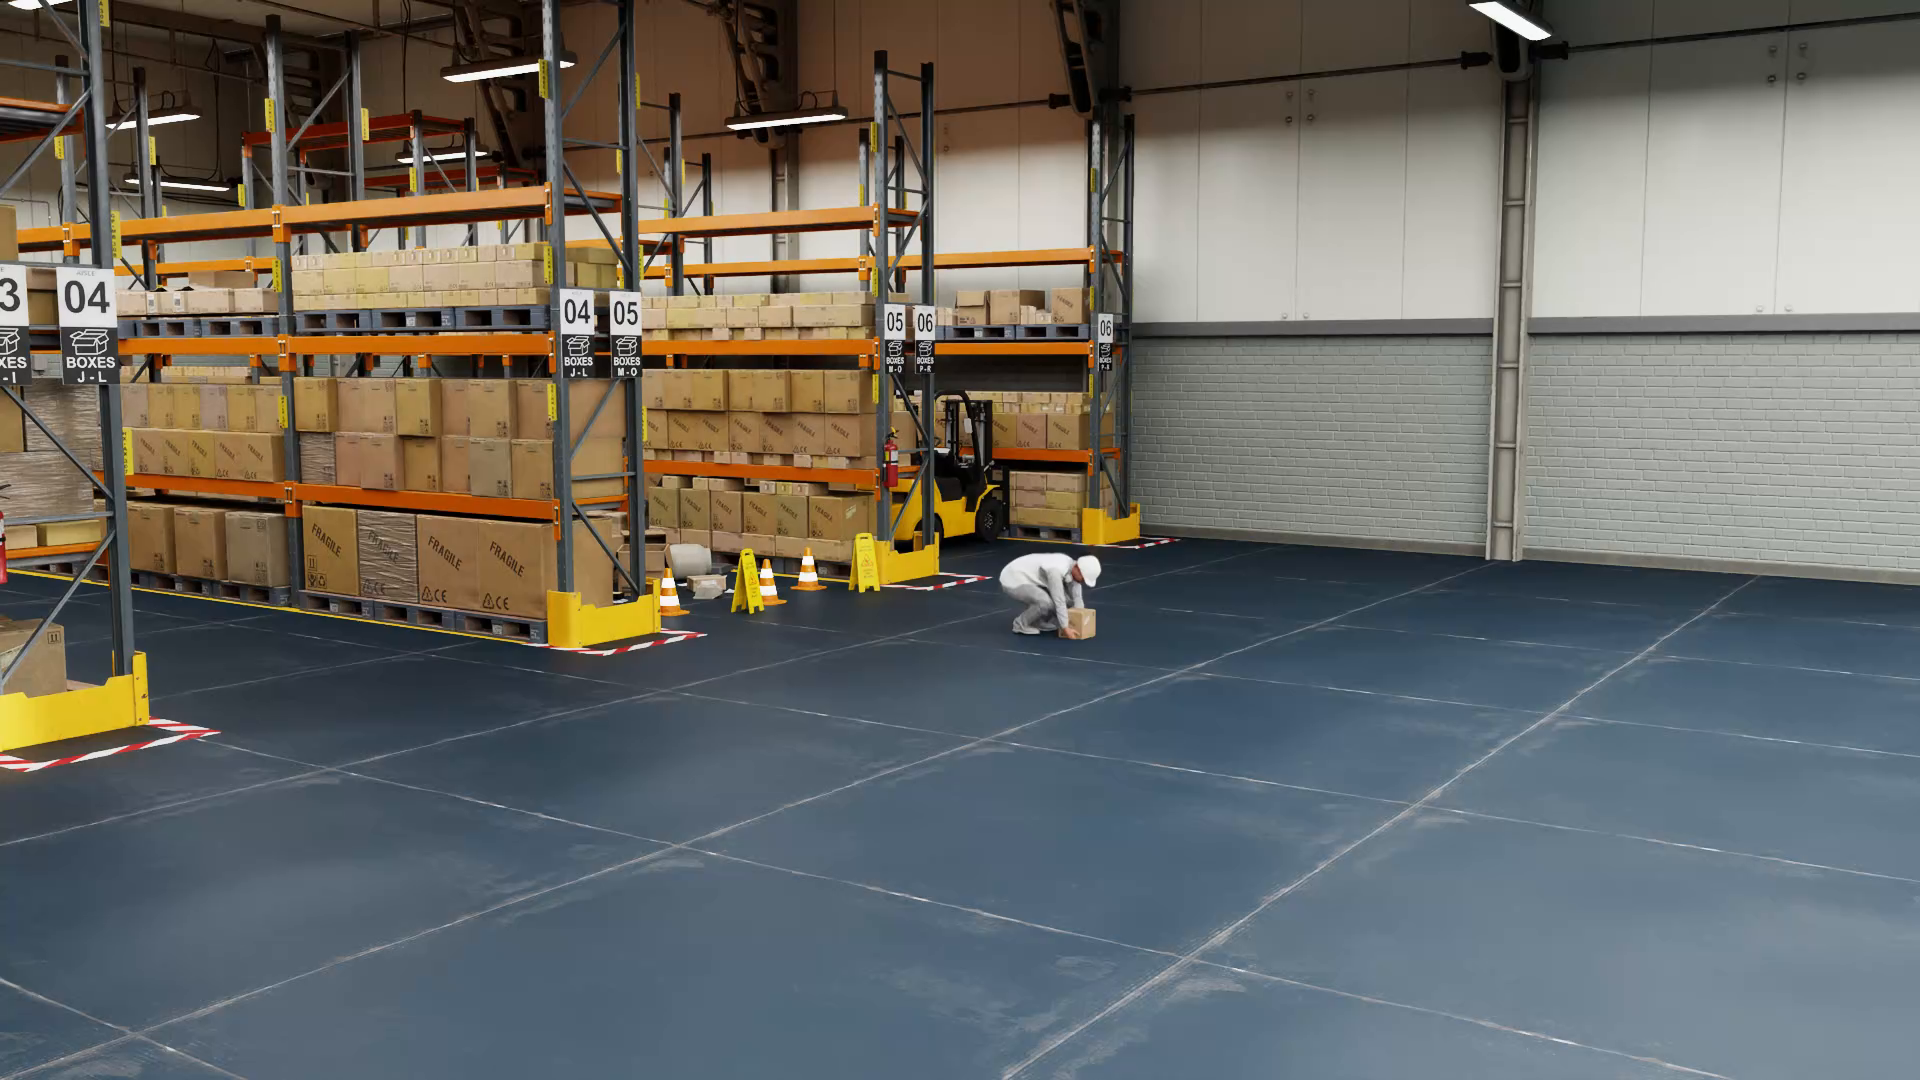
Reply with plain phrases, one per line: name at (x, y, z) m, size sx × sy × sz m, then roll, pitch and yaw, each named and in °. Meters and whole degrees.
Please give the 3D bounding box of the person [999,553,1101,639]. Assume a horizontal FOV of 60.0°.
person at (0.862, 0.516, 15.664) m, size 0.986 × 0.790 × 0.508 m, roll 4°, pitch 7°, yaw 32°
